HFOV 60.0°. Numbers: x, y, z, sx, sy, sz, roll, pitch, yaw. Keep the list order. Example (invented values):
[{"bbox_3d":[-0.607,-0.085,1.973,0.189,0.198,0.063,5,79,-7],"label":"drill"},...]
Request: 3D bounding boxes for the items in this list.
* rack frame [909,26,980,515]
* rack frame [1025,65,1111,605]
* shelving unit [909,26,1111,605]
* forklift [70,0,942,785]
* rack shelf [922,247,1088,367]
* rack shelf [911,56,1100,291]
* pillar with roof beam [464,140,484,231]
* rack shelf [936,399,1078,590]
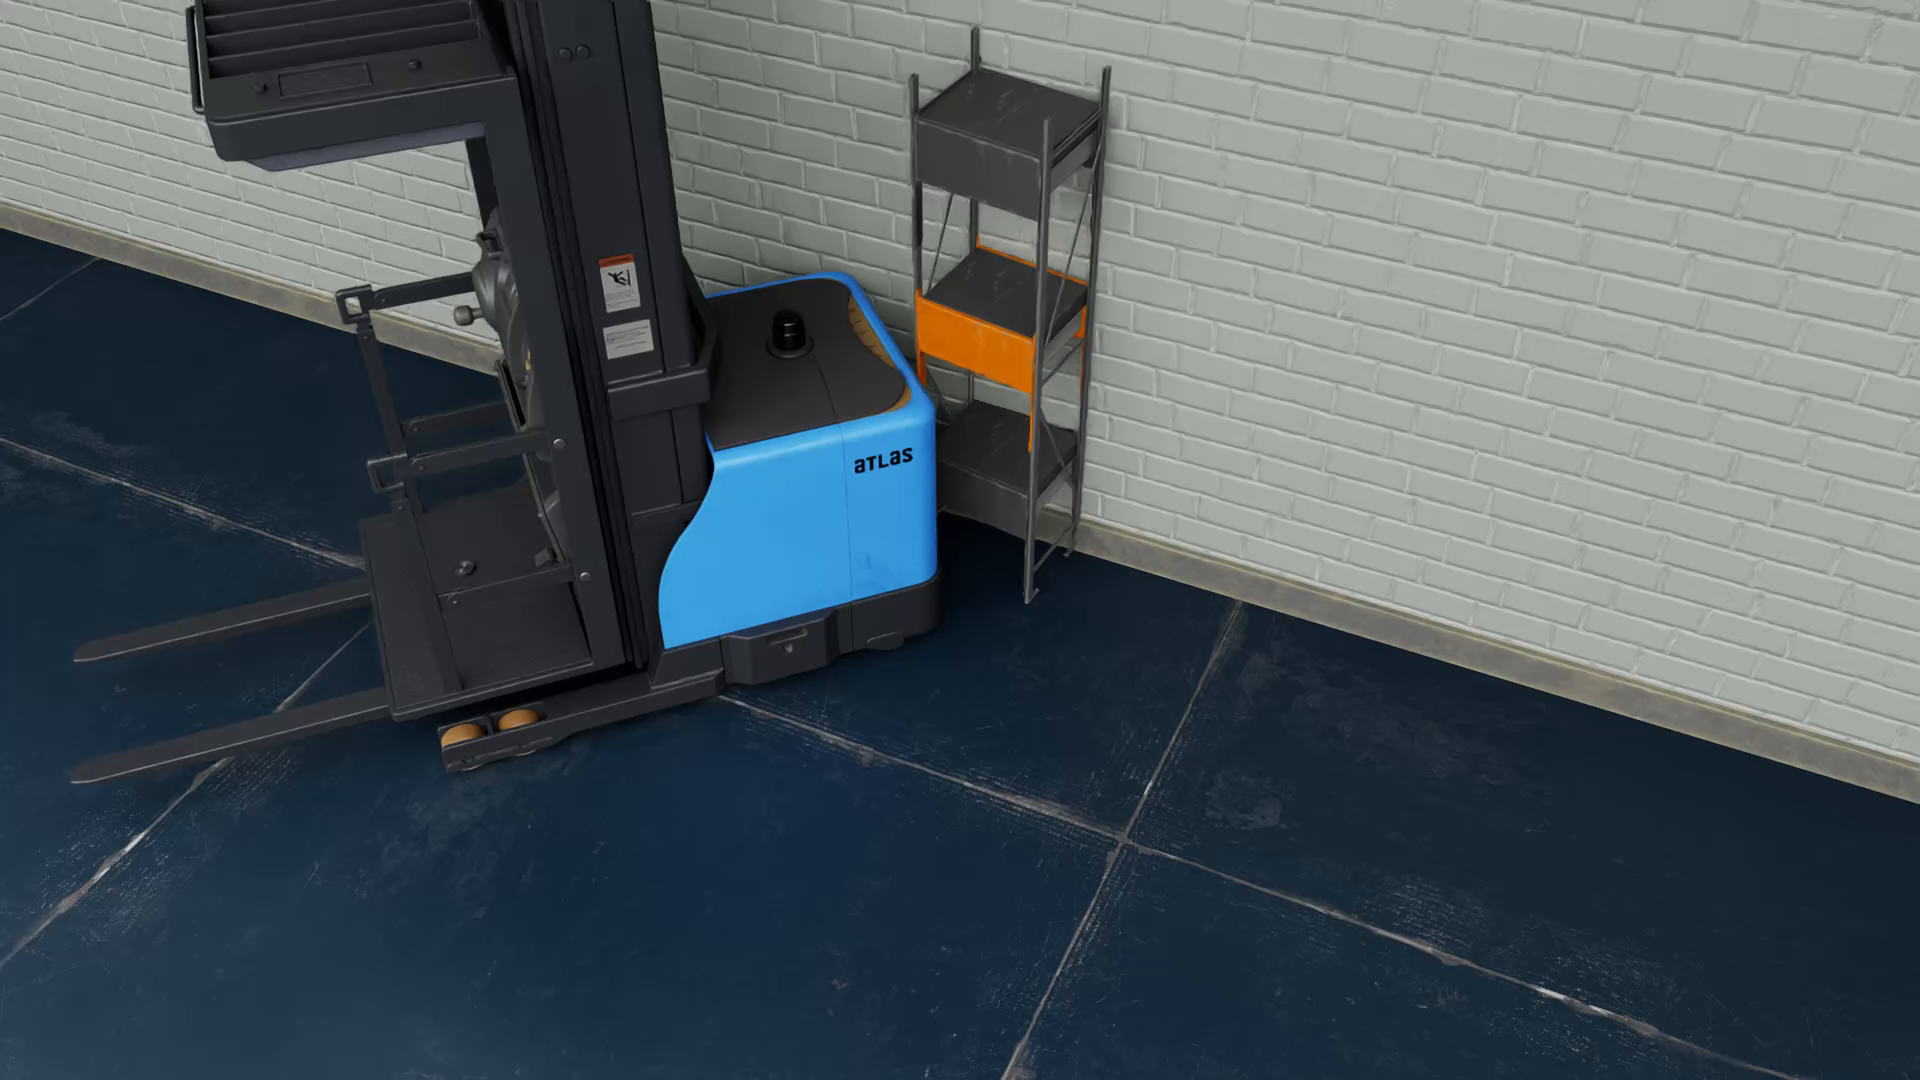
[{"bbox_3d":[-0.048,-0.805,6.040,0.015,2.100,0.400,24,49,23],"label":"rack frame"},{"bbox_3d":[0.365,-0.624,5.853,0.015,2.100,0.400,24,49,23],"label":"rack frame"},{"bbox_3d":[0.158,-0.715,5.947,0.503,2.100,0.431,24,49,23],"label":"shelving unit"},{"bbox_3d":[-1.640,-0.695,5.314,3.031,2.935,1.130,-14,43,-16],"label":"forklift"},{"bbox_3d":[0.158,-0.803,5.861,0.457,0.174,0.368,24,49,23],"label":"rack shelf"},{"bbox_3d":[0.158,-1.209,5.470,0.480,0.518,0.431,24,49,23],"label":"rack shelf"},{"bbox_3d":[-3.491,-1.371,1.461,0.400,9.000,9.100,17,44,19],"label":"pillar with roof beam"},{"bbox_3d":[0.158,-0.201,6.442,0.480,0.518,0.431,24,49,23],"label":"rack shelf"}]
